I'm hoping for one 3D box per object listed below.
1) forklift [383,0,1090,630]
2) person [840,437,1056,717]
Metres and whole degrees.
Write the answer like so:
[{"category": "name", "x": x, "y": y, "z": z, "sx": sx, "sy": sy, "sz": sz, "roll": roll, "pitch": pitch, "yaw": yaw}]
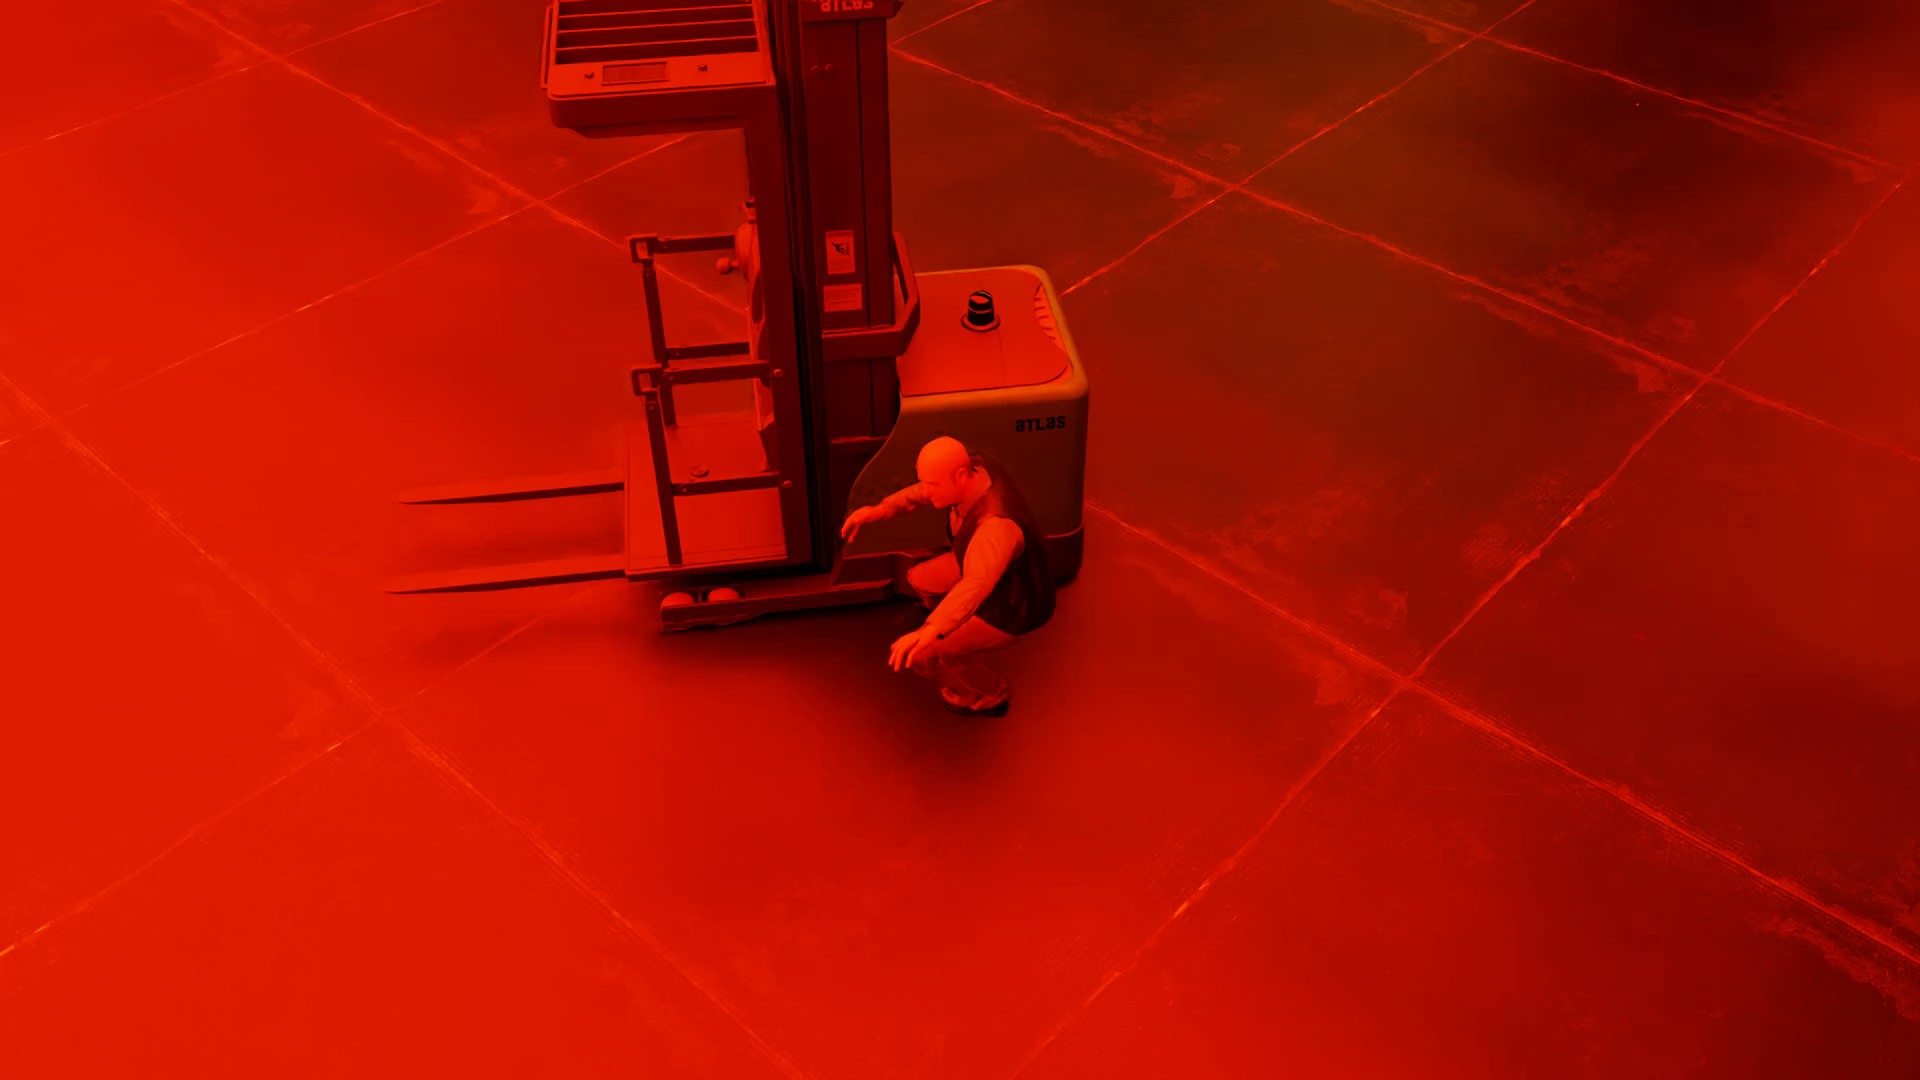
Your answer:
[{"category": "forklift", "x": -1.015, "y": -1.091, "z": 6.700, "sx": 3.031, "sy": 2.935, "sz": 1.130, "roll": -6, "pitch": 41, "yaw": -7}, {"category": "person", "x": -0.043, "y": 0.161, "z": 6.379, "sx": 0.785, "sy": 1.455, "sz": 1.523, "roll": -7, "pitch": 41, "yaw": -8}]
